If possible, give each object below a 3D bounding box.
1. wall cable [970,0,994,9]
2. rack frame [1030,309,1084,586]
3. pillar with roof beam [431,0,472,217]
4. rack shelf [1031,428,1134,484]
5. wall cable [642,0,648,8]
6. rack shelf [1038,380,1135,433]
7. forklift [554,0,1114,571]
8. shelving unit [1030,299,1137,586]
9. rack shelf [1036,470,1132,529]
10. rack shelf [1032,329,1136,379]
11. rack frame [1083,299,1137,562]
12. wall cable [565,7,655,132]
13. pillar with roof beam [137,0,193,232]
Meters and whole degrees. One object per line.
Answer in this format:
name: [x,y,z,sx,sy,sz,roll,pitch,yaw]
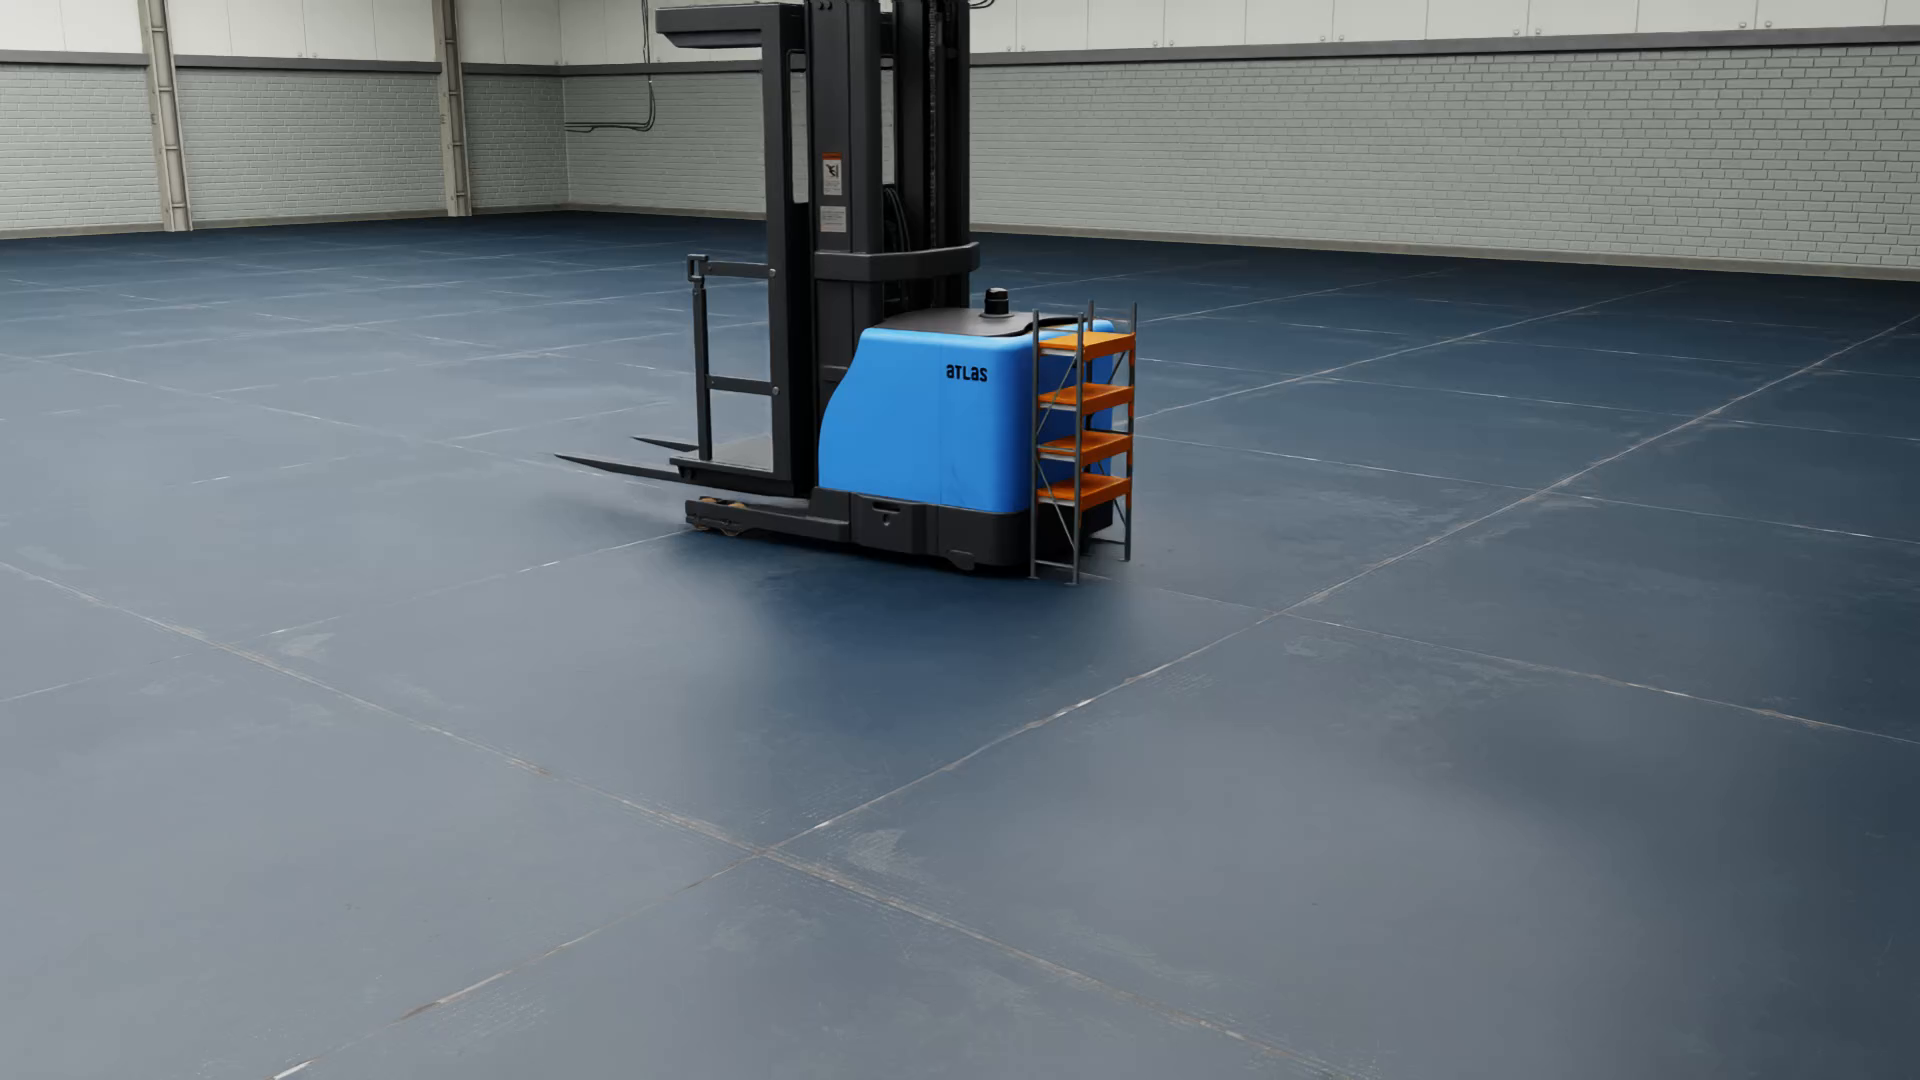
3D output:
wall cable: [-0.237,-11.692,28.965,2.305,6.003,0.169,11,18,38]
rack frame: [0.419,-0.394,7.239,0.240,1.200,0.015,9,17,32]
pillar with roof beam: [-7.143,-10.490,31.141,9.100,9.000,0.400,11,18,38]
rack shelf: [0.552,-0.380,7.453,0.258,0.148,0.480,9,17,32]
wall cable: [-5.507,-12.040,33.291,3.097,2.526,0.112,11,18,38]
rack shelf: [0.552,-0.596,7.398,0.258,0.148,0.480,9,17,32]
forklift: [-0.766,-1.536,8.216,3.031,2.935,1.130,9,17,32]
shelving unit: [0.552,-0.445,7.437,0.258,1.200,0.503,9,17,32]
rack shelf: [0.552,-0.187,7.502,0.258,0.148,0.480,9,17,32]
rack shelf: [0.552,-0.826,7.340,0.258,0.148,0.480,9,17,32]
rack frame: [0.685,-0.495,7.635,0.240,1.200,0.015,9,17,32]
wall cable: [-7.612,-10.011,35.561,3.097,2.526,0.112,11,18,38]
pillar with roof beam: [-10.914,-9.341,26.618,9.100,9.000,0.400,11,18,38]
